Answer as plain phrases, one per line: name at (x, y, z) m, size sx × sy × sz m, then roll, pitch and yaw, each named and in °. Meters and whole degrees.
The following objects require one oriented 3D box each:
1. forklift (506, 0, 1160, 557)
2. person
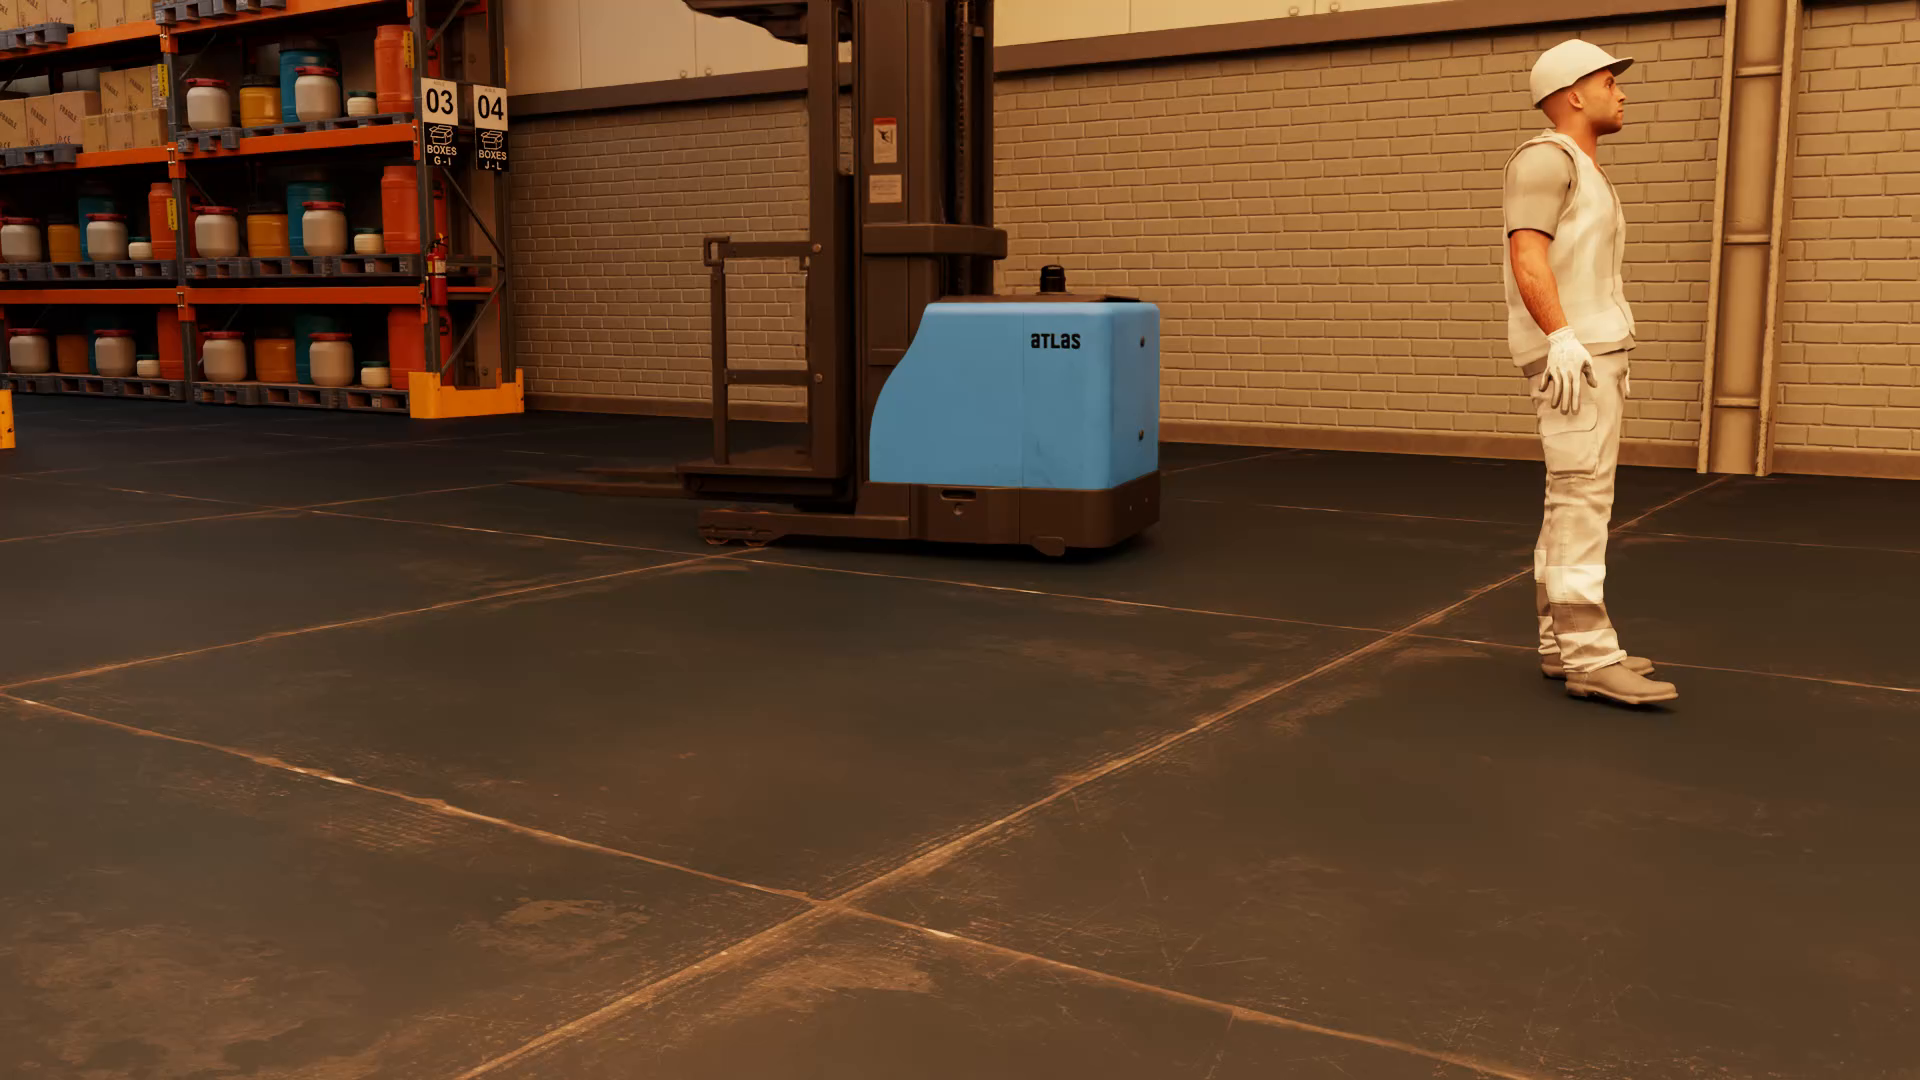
forklift at (-0.646, -1.482, 7.618) m, size 3.031 × 2.935 × 1.130 m, roll 3°, pitch 9°, yaw 19°
person at (1.796, -0.488, 4.632) m, size 0.564 × 1.787 × 0.638 m, roll 5°, pitch 10°, yaw 32°
